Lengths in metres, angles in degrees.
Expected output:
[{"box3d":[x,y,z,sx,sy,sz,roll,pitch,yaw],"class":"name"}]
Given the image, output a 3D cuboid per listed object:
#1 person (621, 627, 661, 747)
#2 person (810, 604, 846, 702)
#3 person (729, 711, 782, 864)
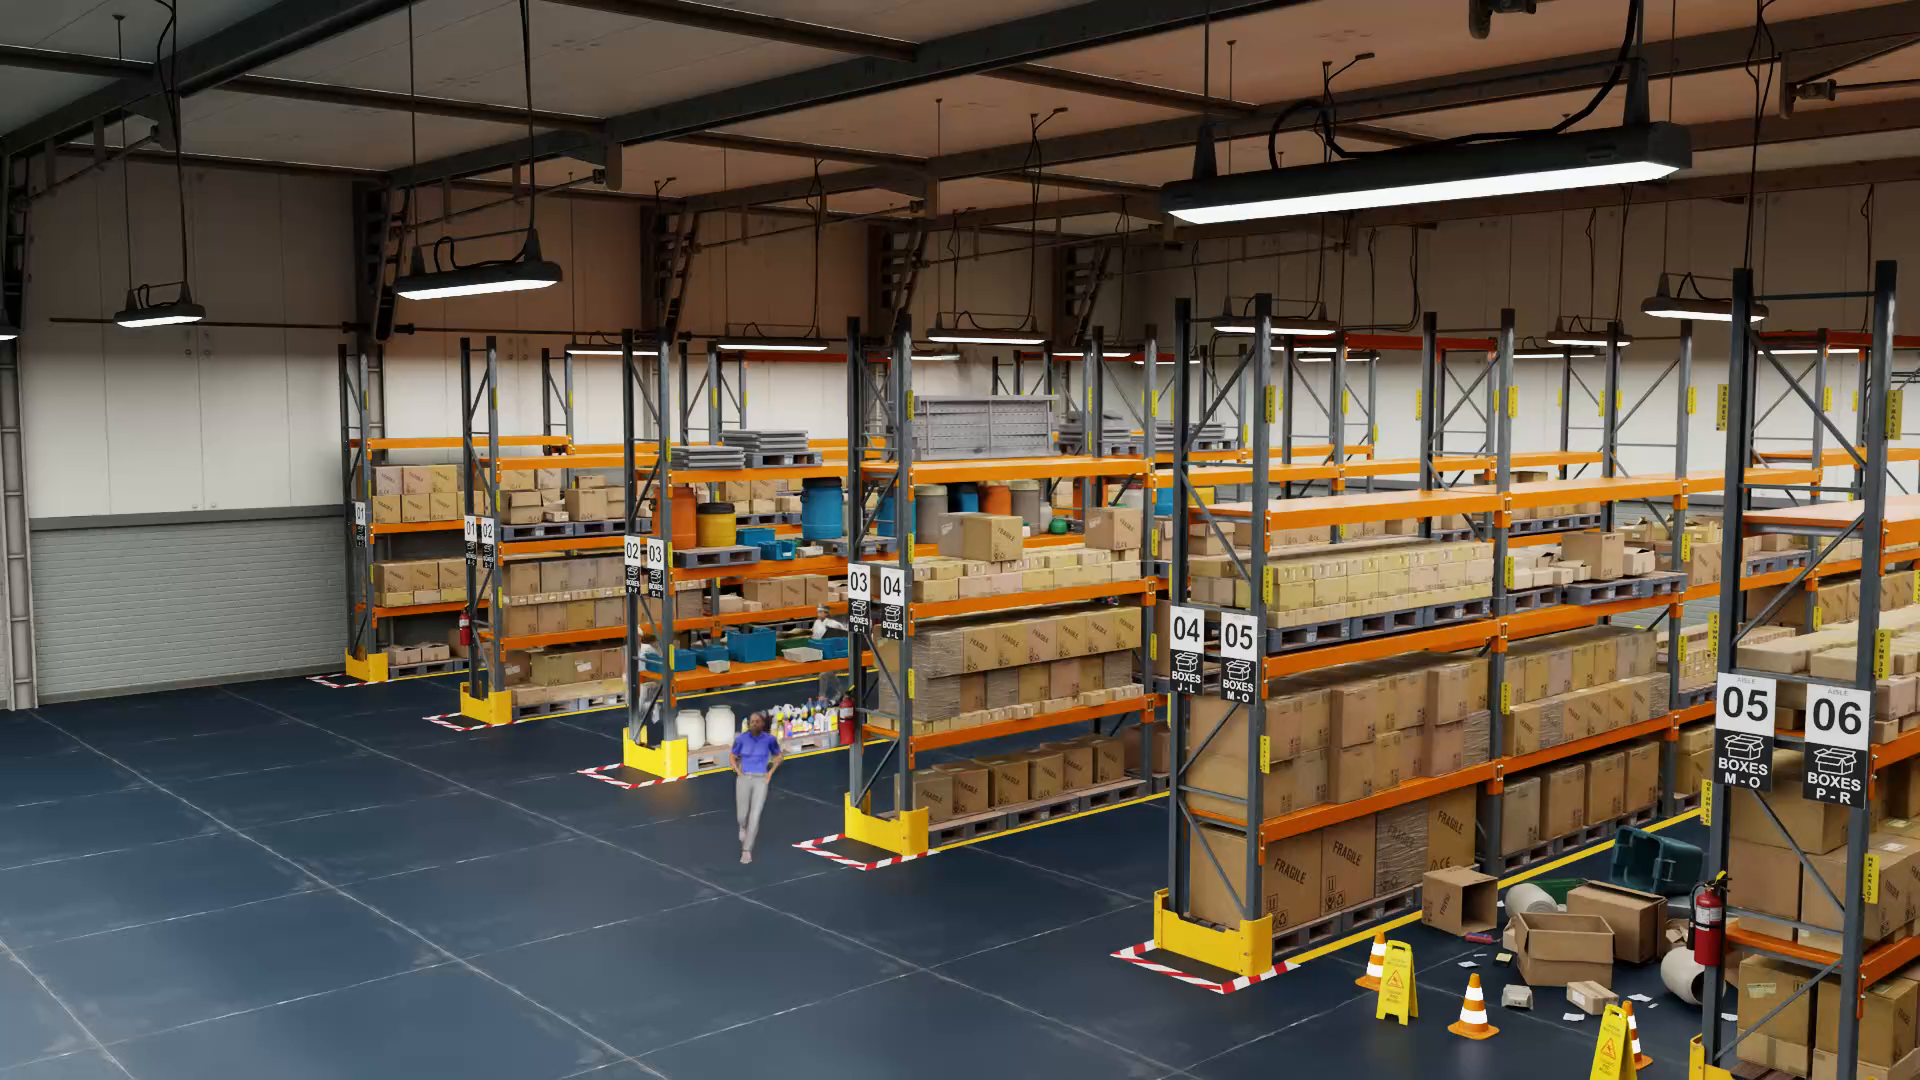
[{"box3d":[-4.685,2.120,24.519,0.662,1.759,0.895,3,6,26],"class":"person"},{"box3d":[-2.169,1.879,27.241,0.562,1.719,0.857,5,7,44],"class":"person"},{"box3d":[-2.277,2.709,18.522,0.587,1.642,0.736,0,5,-1],"class":"person"}]
